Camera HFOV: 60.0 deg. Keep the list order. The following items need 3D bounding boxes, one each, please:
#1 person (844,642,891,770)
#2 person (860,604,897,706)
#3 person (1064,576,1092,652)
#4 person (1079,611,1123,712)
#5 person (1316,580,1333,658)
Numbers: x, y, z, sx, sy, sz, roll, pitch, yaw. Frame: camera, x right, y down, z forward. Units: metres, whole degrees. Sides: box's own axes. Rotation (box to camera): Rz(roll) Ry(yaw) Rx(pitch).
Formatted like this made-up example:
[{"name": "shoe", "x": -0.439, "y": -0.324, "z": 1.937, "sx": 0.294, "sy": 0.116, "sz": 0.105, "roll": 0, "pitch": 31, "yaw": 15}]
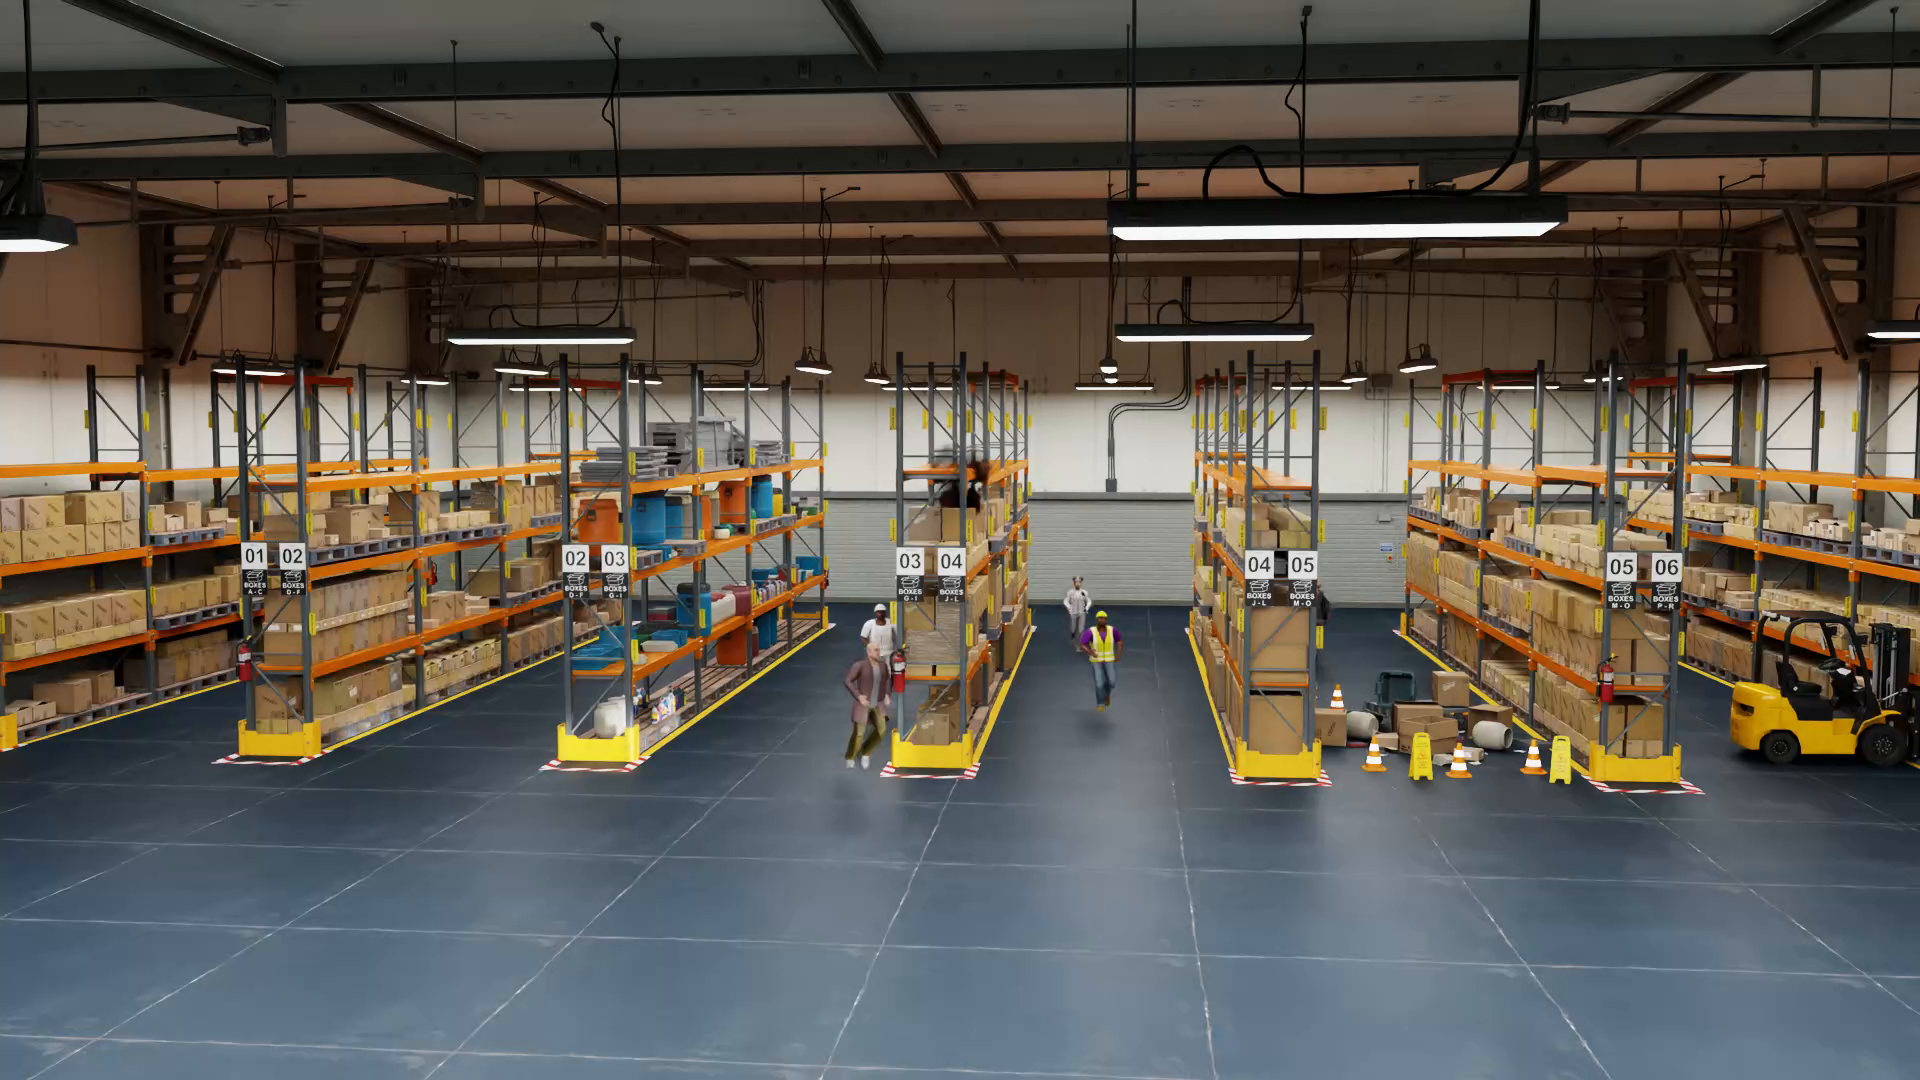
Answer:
[{"name": "person", "x": -1.226, "y": 2.272, "z": 22.848, "sx": 0.775, "sy": 1.732, "sz": 0.642, "roll": -2, "pitch": 5, "yaw": -28}, {"name": "person", "x": -1.342, "y": 1.946, "z": 28.121, "sx": 0.697, "sy": 1.740, "sz": 0.626, "roll": 0, "pitch": 4, "yaw": -2}, {"name": "person", "x": 2.573, "y": 1.600, "z": 36.262, "sx": 0.616, "sy": 1.645, "sz": 0.578, "roll": 0, "pitch": 4, "yaw": 1}, {"name": "person", "x": 2.410, "y": 2.056, "z": 28.134, "sx": 0.770, "sy": 1.723, "sz": 0.526, "roll": -1, "pitch": 4, "yaw": -7}, {"name": "person", "x": 7.399, "y": 1.689, "z": 34.584, "sx": 0.678, "sy": 1.722, "sz": 1.010, "roll": 1, "pitch": 4, "yaw": 8}]
